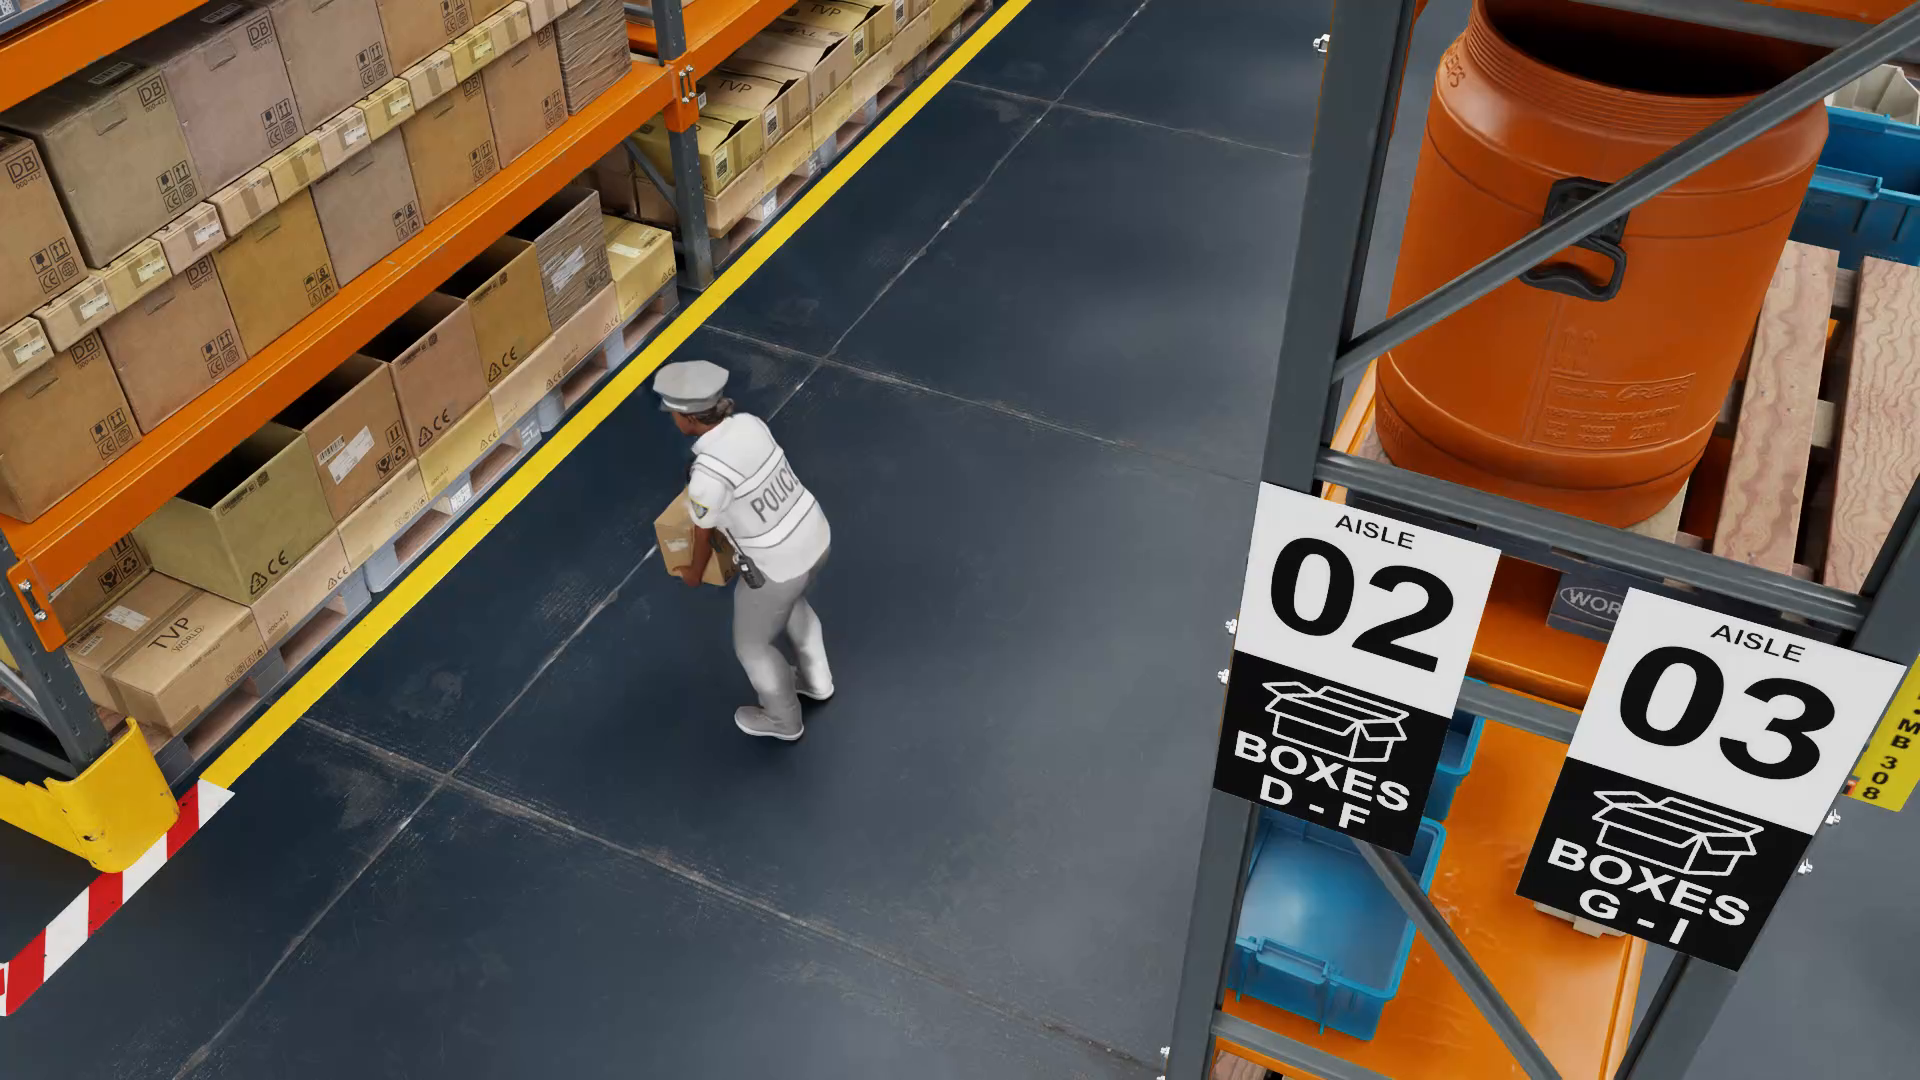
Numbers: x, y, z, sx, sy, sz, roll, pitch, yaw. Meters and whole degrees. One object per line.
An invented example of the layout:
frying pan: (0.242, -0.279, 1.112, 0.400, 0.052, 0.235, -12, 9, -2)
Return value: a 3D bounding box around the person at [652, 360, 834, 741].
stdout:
person: (-0.766, 0.065, 6.150, 0.573, 1.591, 0.411, 17, 45, 18)
